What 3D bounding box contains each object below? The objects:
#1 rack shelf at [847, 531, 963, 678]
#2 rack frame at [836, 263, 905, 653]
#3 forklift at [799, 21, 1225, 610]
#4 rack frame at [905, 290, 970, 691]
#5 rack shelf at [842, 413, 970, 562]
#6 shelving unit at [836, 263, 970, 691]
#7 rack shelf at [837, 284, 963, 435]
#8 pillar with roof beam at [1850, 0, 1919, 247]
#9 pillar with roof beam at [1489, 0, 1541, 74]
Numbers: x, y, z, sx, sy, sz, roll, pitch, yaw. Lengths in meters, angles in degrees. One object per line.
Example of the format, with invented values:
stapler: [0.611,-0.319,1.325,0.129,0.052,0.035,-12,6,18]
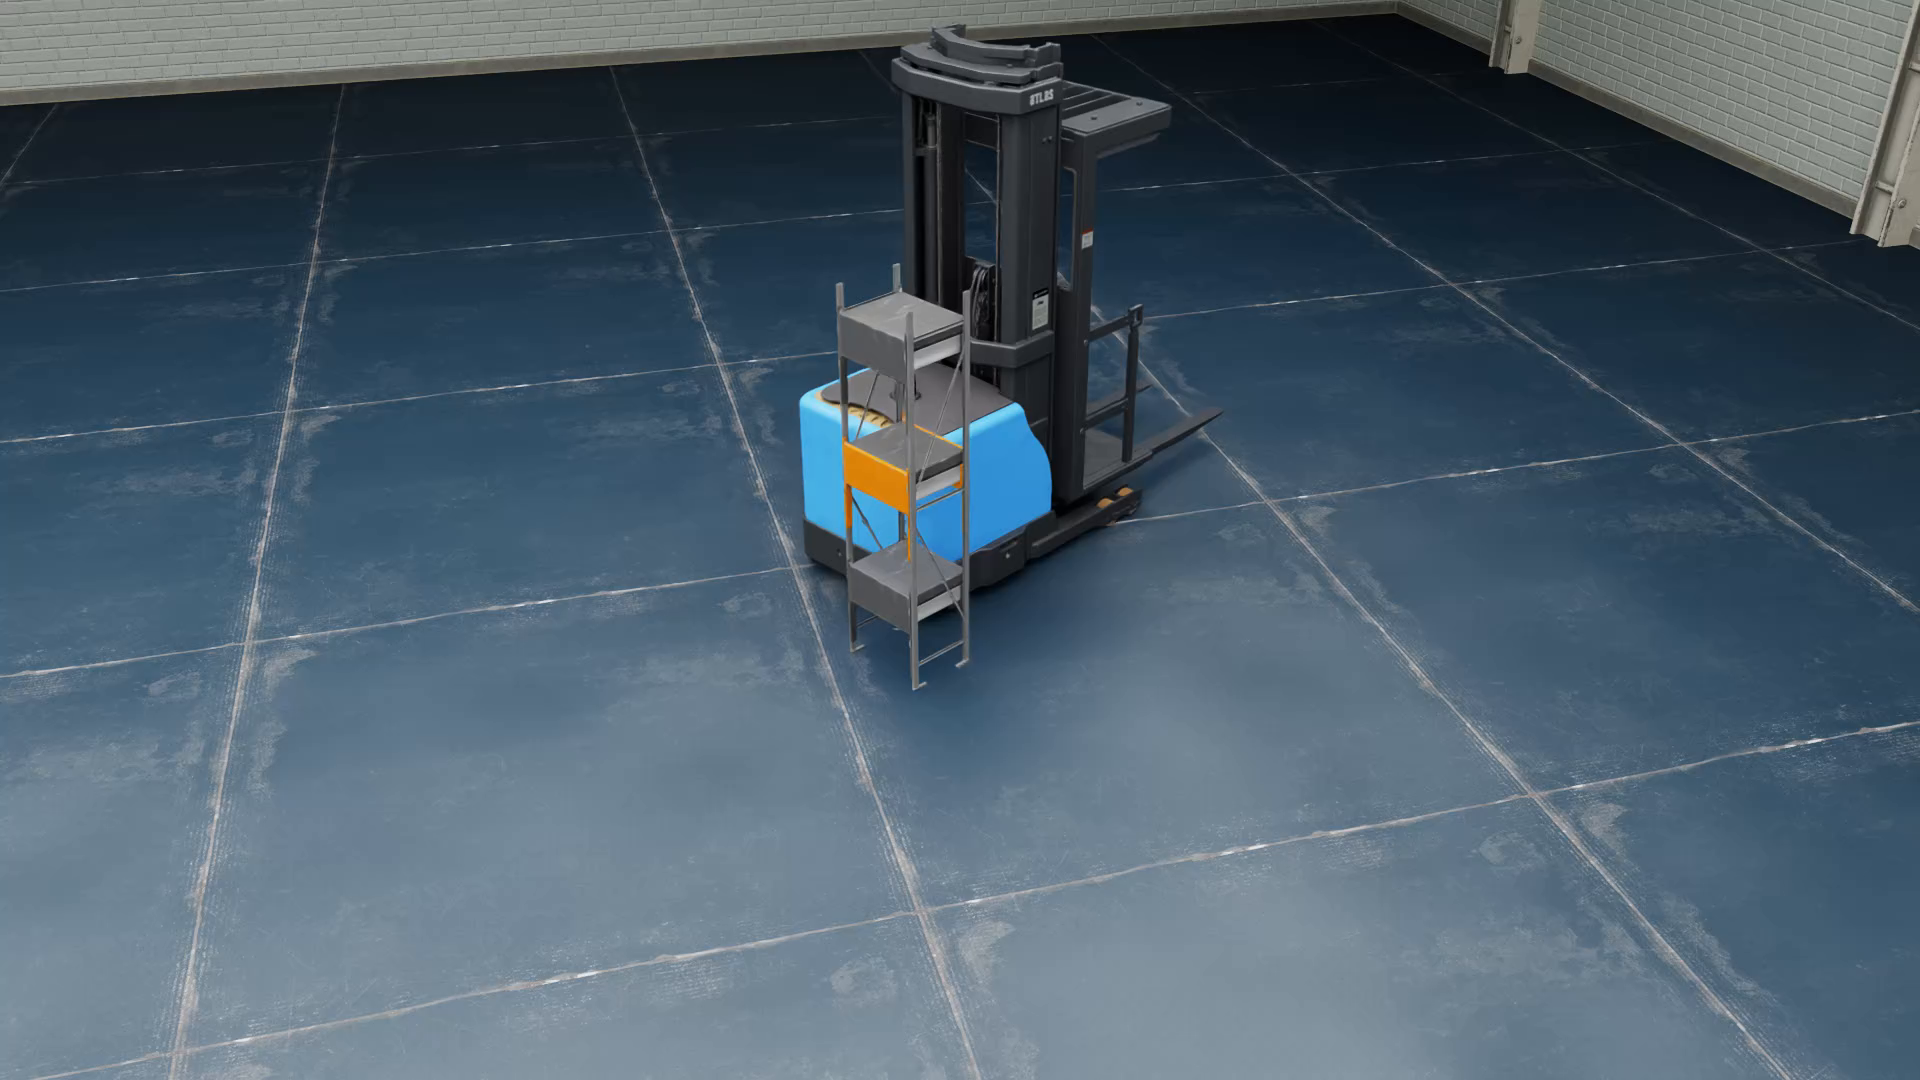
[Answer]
rack shelf: [-0.271,0.334,8.733,0.431,0.518,0.480,-26,39,-37]
rack frame: [-0.441,-0.372,8.527,0.400,2.100,0.015,-26,39,-37]
forklift: [0.472,-1.512,9.668,1.130,2.935,3.031,26,39,37]
rack frame: [-0.101,-0.196,8.225,0.400,2.100,0.015,-26,39,-37]
rack shelf: [-0.271,-0.272,8.383,0.431,0.518,0.480,-26,39,-37]
shelving unit: [-0.271,-0.284,8.376,0.431,2.100,0.503,-26,39,-37]
rack shelf: [-0.271,-0.878,8.032,0.431,0.518,0.480,-26,39,-37]
pillar with roof beam: [3.896,-5.965,11.303,9.100,9.000,0.400,-8,31,-13]
pillar with roof beam: [2.303,-8.862,16.310,9.100,9.000,0.400,-8,31,-13]
